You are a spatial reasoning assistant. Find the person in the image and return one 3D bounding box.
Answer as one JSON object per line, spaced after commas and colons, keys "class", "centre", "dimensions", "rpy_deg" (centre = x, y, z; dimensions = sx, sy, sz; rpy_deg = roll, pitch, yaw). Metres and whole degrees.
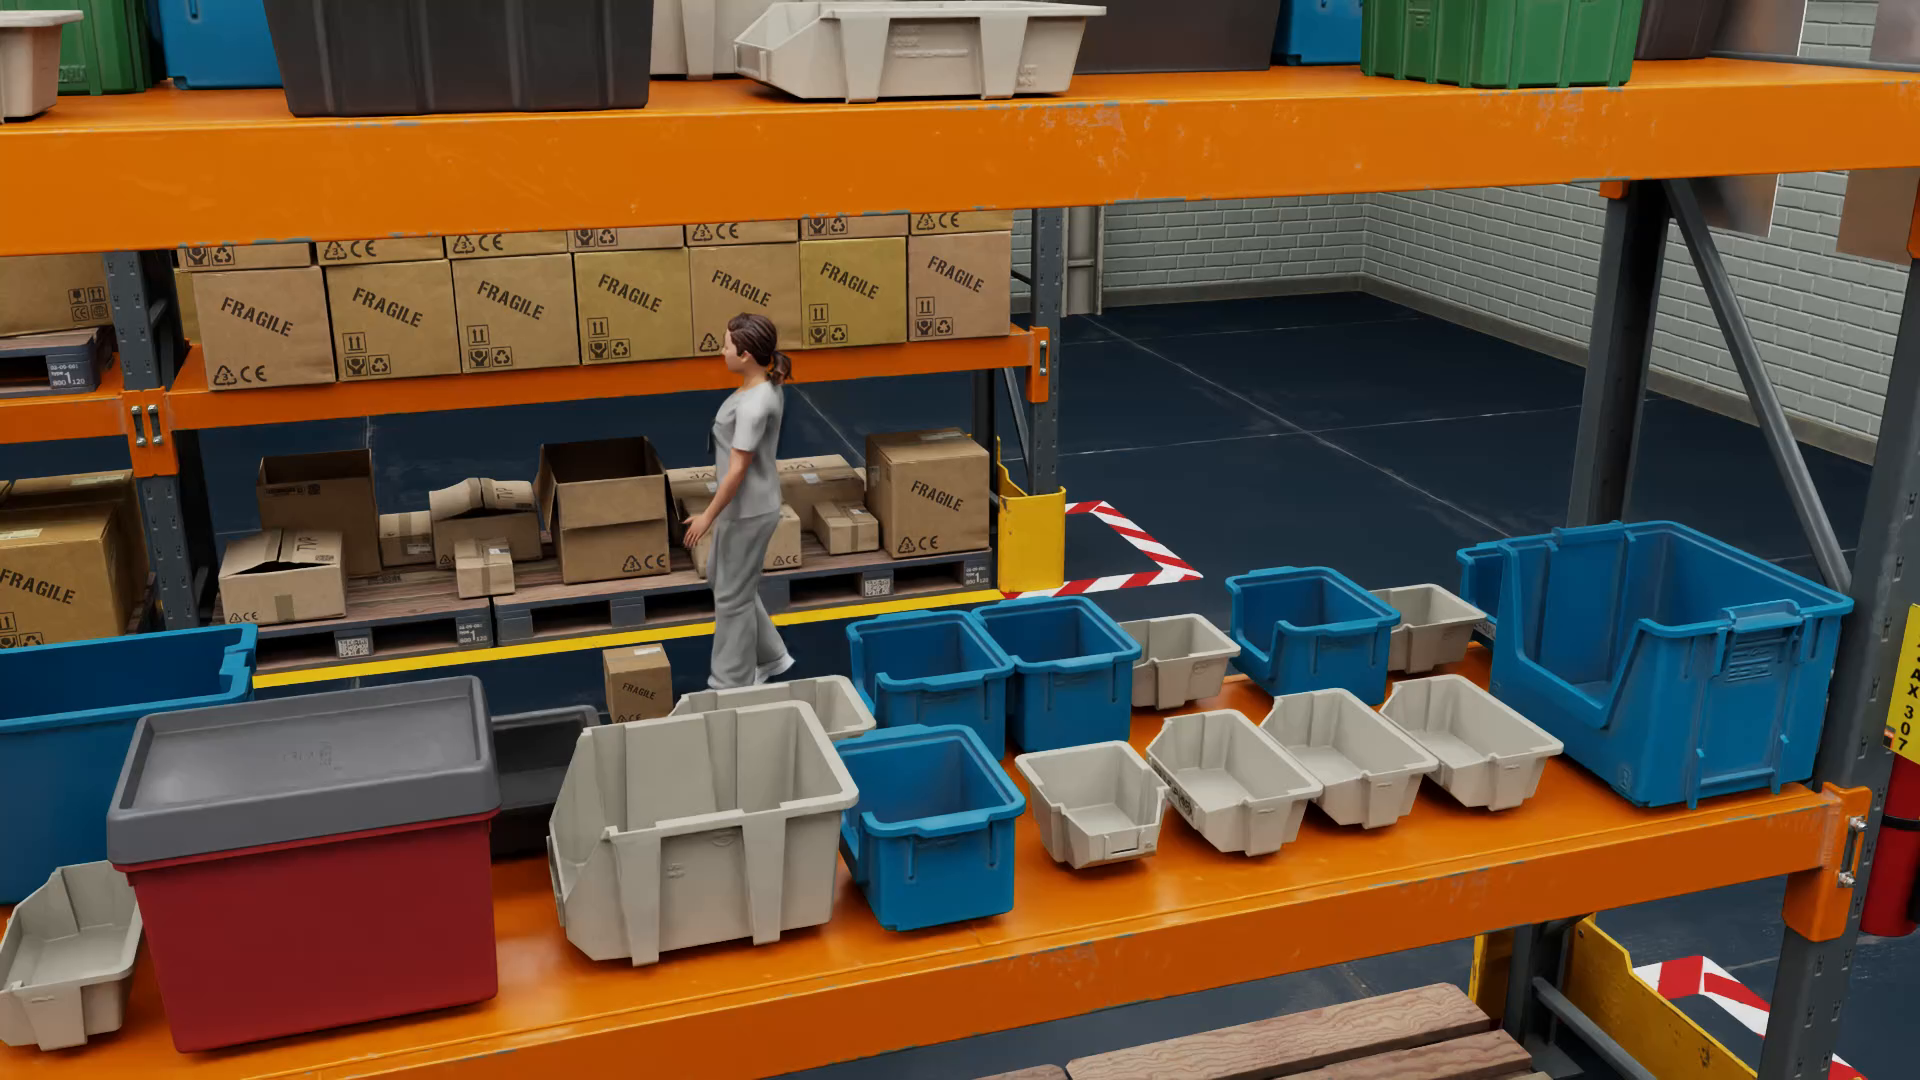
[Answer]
{"class": "person", "centre": [-0.920, -0.091, 6.822], "dimensions": [0.529, 1.697, 0.465], "rpy_deg": [-1, 19, -2]}
